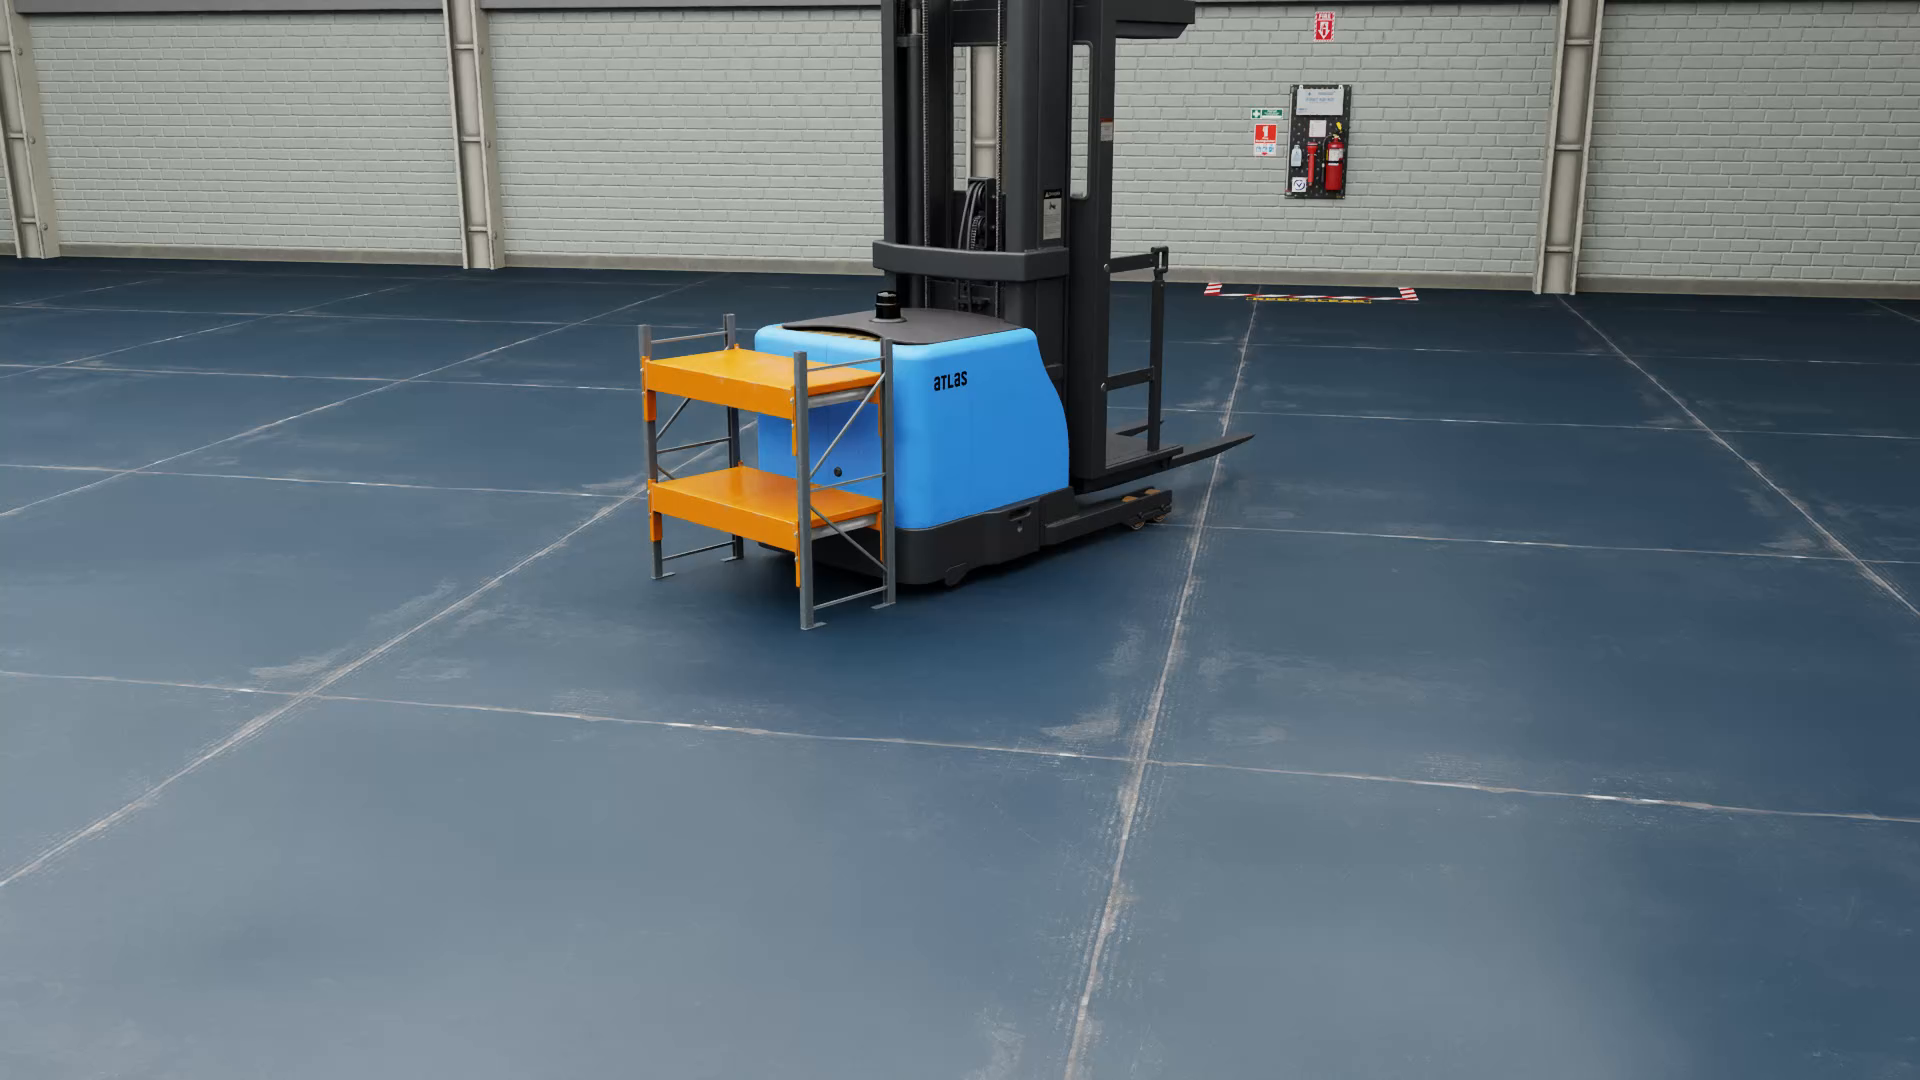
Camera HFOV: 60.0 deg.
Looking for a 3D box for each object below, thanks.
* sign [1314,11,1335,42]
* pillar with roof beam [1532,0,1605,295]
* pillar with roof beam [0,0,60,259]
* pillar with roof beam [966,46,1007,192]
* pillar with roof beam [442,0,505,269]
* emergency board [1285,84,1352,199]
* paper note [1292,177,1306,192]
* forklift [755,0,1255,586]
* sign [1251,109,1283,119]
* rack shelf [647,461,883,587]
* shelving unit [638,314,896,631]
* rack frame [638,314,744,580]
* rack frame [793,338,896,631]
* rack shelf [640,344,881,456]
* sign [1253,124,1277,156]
[{"bbox_3d":[3.762,-5.303,17.173,0.199,0.298,0.001,3,16,11],"label":"sign"},{"bbox_3d":[5.307,-5.782,12.010,0.400,9.000,9.100,3,16,11],"label":"pillar with roof beam"},{"bbox_3d":[-12.332,-6.740,15.467,0.400,9.000,9.100,3,16,11],"label":"pillar with roof beam"},{"bbox_3d":[-0.573,-6.102,13.162,0.400,9.000,9.100,3,16,11],"label":"pillar with roof beam"},{"bbox_3d":[-6.453,-6.421,14.314,0.400,9.000,9.100,3,16,11],"label":"pillar with roof beam"},{"bbox_3d":[3.750,-4.159,17.387,0.643,1.169,0.194,3,16,11],"label":"emergency board"},{"bbox_3d":[3.591,-3.762,17.604,0.142,0.148,0.016,3,16,11],"label":"paper note"},{"bbox_3d":[0.411,-1.540,8.062,1.130,2.935,3.031,13,20,39],"label":"forklift"},{"bbox_3d":[3.232,-4.485,17.506,0.331,0.109,0.001,3,16,11],"label":"sign"},{"bbox_3d":[-0.821,-0.086,7.112,1.000,0.278,0.538,15,21,42],"label":"rack shelf"},{"bbox_3d":[-0.821,-0.322,7.047,1.048,1.125,0.538,15,21,42],"label":"shelving unit"},{"bbox_3d":[-1.186,-0.416,7.388,0.032,1.125,0.500,15,21,42],"label":"rack frame"},{"bbox_3d":[-0.456,-0.227,6.706,0.032,1.125,0.500,15,21,42],"label":"rack frame"},{"bbox_3d":[-0.821,-0.604,6.969,1.000,0.278,0.538,15,21,42],"label":"rack shelf"},{"bbox_3d":[3.229,-4.232,17.586,0.234,0.329,0.001,3,16,11],"label":"sign"}]
